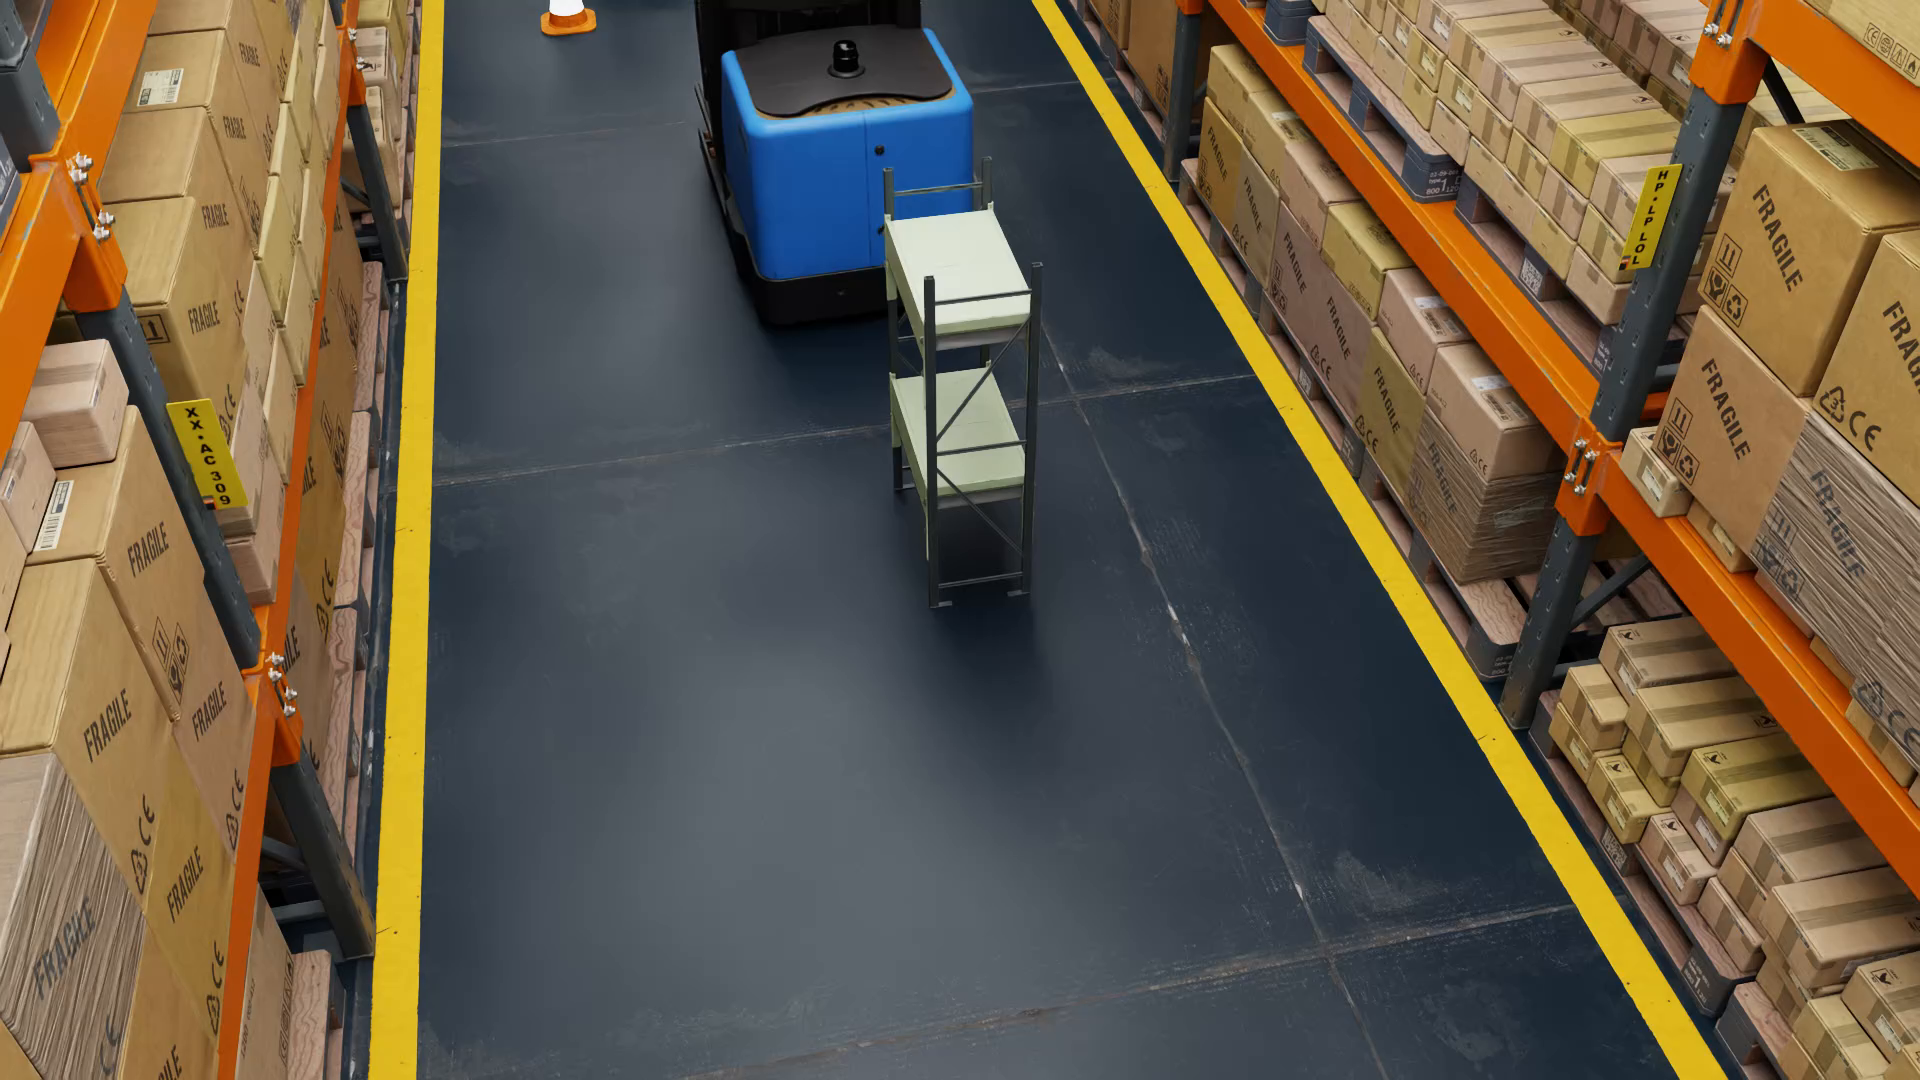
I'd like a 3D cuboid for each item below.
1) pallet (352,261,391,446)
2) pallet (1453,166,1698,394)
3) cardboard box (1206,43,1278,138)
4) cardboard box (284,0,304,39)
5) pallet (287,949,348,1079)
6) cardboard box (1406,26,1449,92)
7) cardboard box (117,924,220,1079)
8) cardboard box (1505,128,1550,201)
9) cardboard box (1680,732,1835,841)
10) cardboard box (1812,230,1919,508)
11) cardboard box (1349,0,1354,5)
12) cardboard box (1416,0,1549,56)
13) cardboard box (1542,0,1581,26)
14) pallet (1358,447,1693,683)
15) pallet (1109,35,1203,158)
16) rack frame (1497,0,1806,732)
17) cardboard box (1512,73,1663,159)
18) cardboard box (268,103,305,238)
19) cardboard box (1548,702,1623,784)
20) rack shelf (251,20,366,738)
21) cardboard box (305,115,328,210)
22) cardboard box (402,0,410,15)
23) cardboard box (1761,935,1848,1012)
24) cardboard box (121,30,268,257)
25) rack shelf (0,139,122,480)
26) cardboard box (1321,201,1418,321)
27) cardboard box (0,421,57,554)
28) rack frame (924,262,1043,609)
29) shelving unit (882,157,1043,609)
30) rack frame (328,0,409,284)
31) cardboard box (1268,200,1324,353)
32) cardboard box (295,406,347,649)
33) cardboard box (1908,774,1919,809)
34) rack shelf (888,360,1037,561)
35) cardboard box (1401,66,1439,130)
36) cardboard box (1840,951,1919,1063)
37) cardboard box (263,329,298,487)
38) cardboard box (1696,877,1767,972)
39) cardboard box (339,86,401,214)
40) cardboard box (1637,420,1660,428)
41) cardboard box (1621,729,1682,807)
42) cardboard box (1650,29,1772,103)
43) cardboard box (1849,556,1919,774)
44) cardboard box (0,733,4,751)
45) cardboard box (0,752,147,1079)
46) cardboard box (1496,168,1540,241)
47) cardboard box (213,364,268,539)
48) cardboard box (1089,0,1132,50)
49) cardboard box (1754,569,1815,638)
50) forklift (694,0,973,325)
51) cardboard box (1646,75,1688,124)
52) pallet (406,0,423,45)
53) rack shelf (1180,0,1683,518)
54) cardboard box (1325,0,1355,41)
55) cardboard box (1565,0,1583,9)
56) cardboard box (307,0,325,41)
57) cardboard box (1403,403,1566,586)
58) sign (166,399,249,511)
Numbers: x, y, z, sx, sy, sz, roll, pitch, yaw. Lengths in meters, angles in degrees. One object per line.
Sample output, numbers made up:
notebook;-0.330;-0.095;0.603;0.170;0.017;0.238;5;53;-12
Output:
pallet;-3.119;-0.797;7.489;1.003;0.211;1.213;-8;42;-9
pallet;2.436;-0.988;5.748;1.003;0.211;1.213;-8;42;-9
cardboard box;1.508;-2.157;7.923;0.500;0.250;0.500;-10;43;-11
cardboard box;-2.730;-2.144;6.077;0.500;0.500;0.500;-8;42;-9
pallet;-2.265;1.778;4.588;1.003;0.211;1.213;-8;42;-9
cardboard box;1.892;-1.801;6.169;0.380;0.149;0.250;-8;42;-9
cardboard box;-1.763;1.114;3.160;0.500;0.500;0.500;-9;42;-10
cardboard box;2.072;-1.279;5.581;0.380;0.149;0.250;-7;42;-7
cardboard box;2.436;0.740;5.040;0.380;0.149;0.250;-9;42;-10
cardboard box;2.446;-0.405;3.894;0.500;0.500;0.500;-10;42;-11
cardboard box;1.733;-2.295;6.725;0.380;0.149;0.250;-8;42;-9
cardboard box;1.901;-1.906;6.063;0.380;0.149;0.250;-10;43;-11
cardboard box;2.484;-2.053;6.452;0.380;0.149;0.250;-9;42;-10
pallet;2.290;-0.005;6.597;1.003;0.211;1.213;-8;42;-9
pallet;1.499;-2.615;9.537;1.003;0.211;1.213;-8;42;-9
rack frame;2.459;-0.544;5.103;1.000;3.000;0.127;-8;42;-9
cardboard box;2.069;-1.403;5.496;0.380;0.149;0.250;-10;42;-11
cardboard box;-2.506;-1.218;5.599;0.500;0.250;0.500;-10;42;-11
cardboard box;2.224;0.648;5.592;0.380;0.149;0.250;-10;43;-11
rack shelf;-2.784;-0.796;5.929;1.077;0.370;4.000;-8;42;-9
cardboard box;-2.634;-1.357;6.132;0.500;0.250;0.500;-9;42;-10
cardboard box;-3.805;-3.324;9.898;0.950;0.372;0.625;-6;42;-7
cardboard box;2.547;1.196;4.750;0.380;0.149;0.250;-7;42;-7
cardboard box;-2.409;-1.158;4.966;0.500;0.500;0.500;-9;42;-10
rack shelf;-1.921;0.675;2.013;1.077;0.370;4.000;-8;42;-9
cardboard box;1.826;-1.168;6.809;0.500;0.250;0.500;-10;43;-11
cardboard box;-2.024;-0.082;3.266;0.380;0.149;0.250;-7;42;-8
rack frame;0.078;-0.328;5.990;0.400;1.500;0.023;-8;42;-9
shelving unit;-0.001;-0.565;6.257;0.431;1.500;0.755;-8;42;-9
rack frame;-3.216;-2.362;7.151;1.000;3.000;0.127;-8;42;-9
cardboard box;1.727;-1.206;7.416;0.500;0.500;0.500;-9;42;-10
cardboard box;-2.767;-0.106;5.894;0.875;0.875;0.875;-7;42;-8
cardboard box;2.533;0.628;3.973;0.380;0.149;0.250;-7;42;-7
rack shelf;-0.001;-0.321;6.473;0.431;0.370;0.720;-8;42;-9
cardboard box;1.896;-1.680;6.256;0.380;0.149;0.250;-7;42;-7
cardboard box;2.629;1.247;4.468;0.380;0.149;0.250;-10;43;-11
cardboard box;-2.303;-0.371;5.021;0.500;0.250;0.500;-9;42;-10
cardboard box;2.490;1.131;5.047;0.380;0.149;0.250;-9;42;-10
cardboard box;-3.328;-1.904;8.298;0.950;0.372;0.625;-11;43;-12
cardboard box;2.558;-0.563;6.127;0.500;0.250;0.500;-10;43;-11
cardboard box;2.367;0.686;5.324;0.380;0.149;0.250;-8;42;-9
cardboard box;2.653;-1.659;5.784;0.380;0.149;0.250;-9;42;-10
cardboard box;2.507;0.316;3.835;0.500;0.500;0.500;-9;42;-10
cardboard box;-1.818;0.399;2.723;0.380;0.149;0.250;-9;42;-10
cardboard box;-1.760;0.745;2.823;0.500;0.500;0.500;-8;42;-9
cardboard box;2.072;-1.166;5.677;0.380;0.149;0.250;-8;42;-9
cardboard box;-2.172;-0.225;4.481;0.500;0.250;0.500;-9;42;-11
cardboard box;1.360;-3.426;9.728;1.050;0.750;0.750;-8;42;-9
cardboard box;2.438;0.103;4.564;0.380;0.149;0.250;-10;43;-11
forklift;-0.795;-3.094;8.028;1.130;2.935;3.031;-10;43;-11
cardboard box;2.653;-1.543;5.877;0.380;0.149;0.250;-10;43;-11
pallet;-3.910;-3.407;10.429;1.003;0.211;1.213;-8;42;-9
rack shelf;2.028;-1.571;6.802;1.077;0.370;4.000;-8;42;-9
cardboard box;1.731;-2.185;6.825;0.380;0.149;0.250;-7;42;-8
cardboard box;2.482;-2.163;6.352;0.380;0.149;0.250;-7;42;-8
cardboard box;-2.863;-2.215;6.722;0.500;0.250;0.500;-8;42;-9
cardboard box;2.054;-0.209;6.293;0.500;0.500;0.500;-9;42;-10
sign;-1.811;-0.203;4.007;0.100;0.325;0.005;-8;42;-9
